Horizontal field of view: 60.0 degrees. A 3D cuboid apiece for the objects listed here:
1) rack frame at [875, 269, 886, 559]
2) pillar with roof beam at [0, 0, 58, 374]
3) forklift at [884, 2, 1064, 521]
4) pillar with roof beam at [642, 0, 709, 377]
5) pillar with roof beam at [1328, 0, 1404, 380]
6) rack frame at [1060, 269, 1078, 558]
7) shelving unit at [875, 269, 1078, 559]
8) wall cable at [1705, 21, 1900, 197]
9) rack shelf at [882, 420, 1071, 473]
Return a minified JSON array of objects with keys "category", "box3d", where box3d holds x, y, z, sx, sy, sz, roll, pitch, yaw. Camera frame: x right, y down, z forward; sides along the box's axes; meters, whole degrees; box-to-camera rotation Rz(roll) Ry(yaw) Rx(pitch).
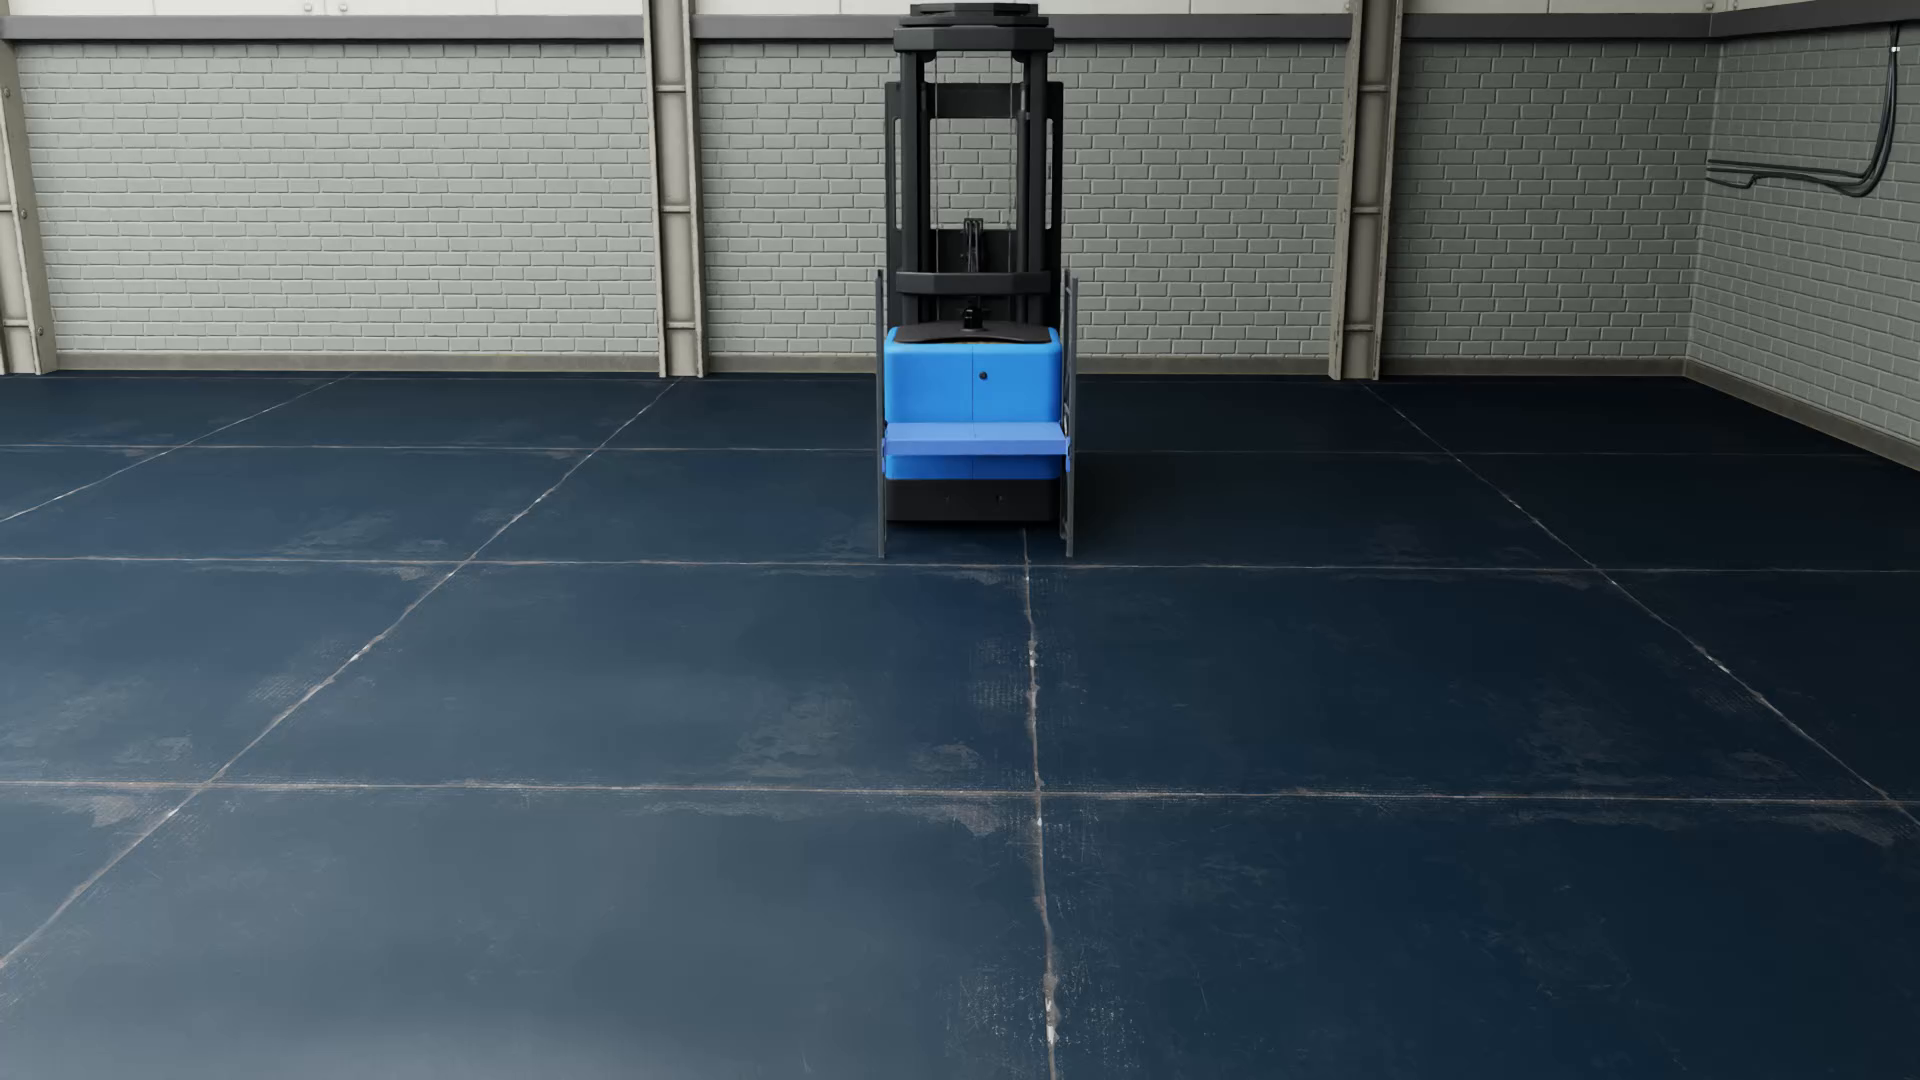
[{"category":"rack frame","box3d":[-0.428,-0.686,8.998,0.032,1.500,0.500,0,15,-1]},{"category":"pillar with roof beam","box3d":[-8.592,-4.787,9.845,0.400,9.000,9.100,0,15,1]},{"category":"forklift","box3d":[0.087,-1.841,10.573,1.130,2.935,3.031,0,15,1]},{"category":"pillar with roof beam","box3d":[-2.594,-4.748,9.697,0.400,9.000,9.100,0,15,1]},{"category":"pillar with roof beam","box3d":[3.405,-4.709,9.549,0.400,9.000,9.100,0,15,1]},{"category":"rack frame","box3d":[0.589,-0.691,9.020,0.032,1.500,0.500,0,15,-1]},{"category":"shelving unit","box3d":[0.080,-0.688,9.009,1.048,1.500,0.538,0,15,-1]},{"category":"wall cable","box3d":[6.426,-3.949,12.755,0.112,2.526,3.097,0,15,1]},{"category":"rack shelf","box3d":[0.080,-0.515,9.055,1.000,0.185,0.538,0,15,-1]}]
